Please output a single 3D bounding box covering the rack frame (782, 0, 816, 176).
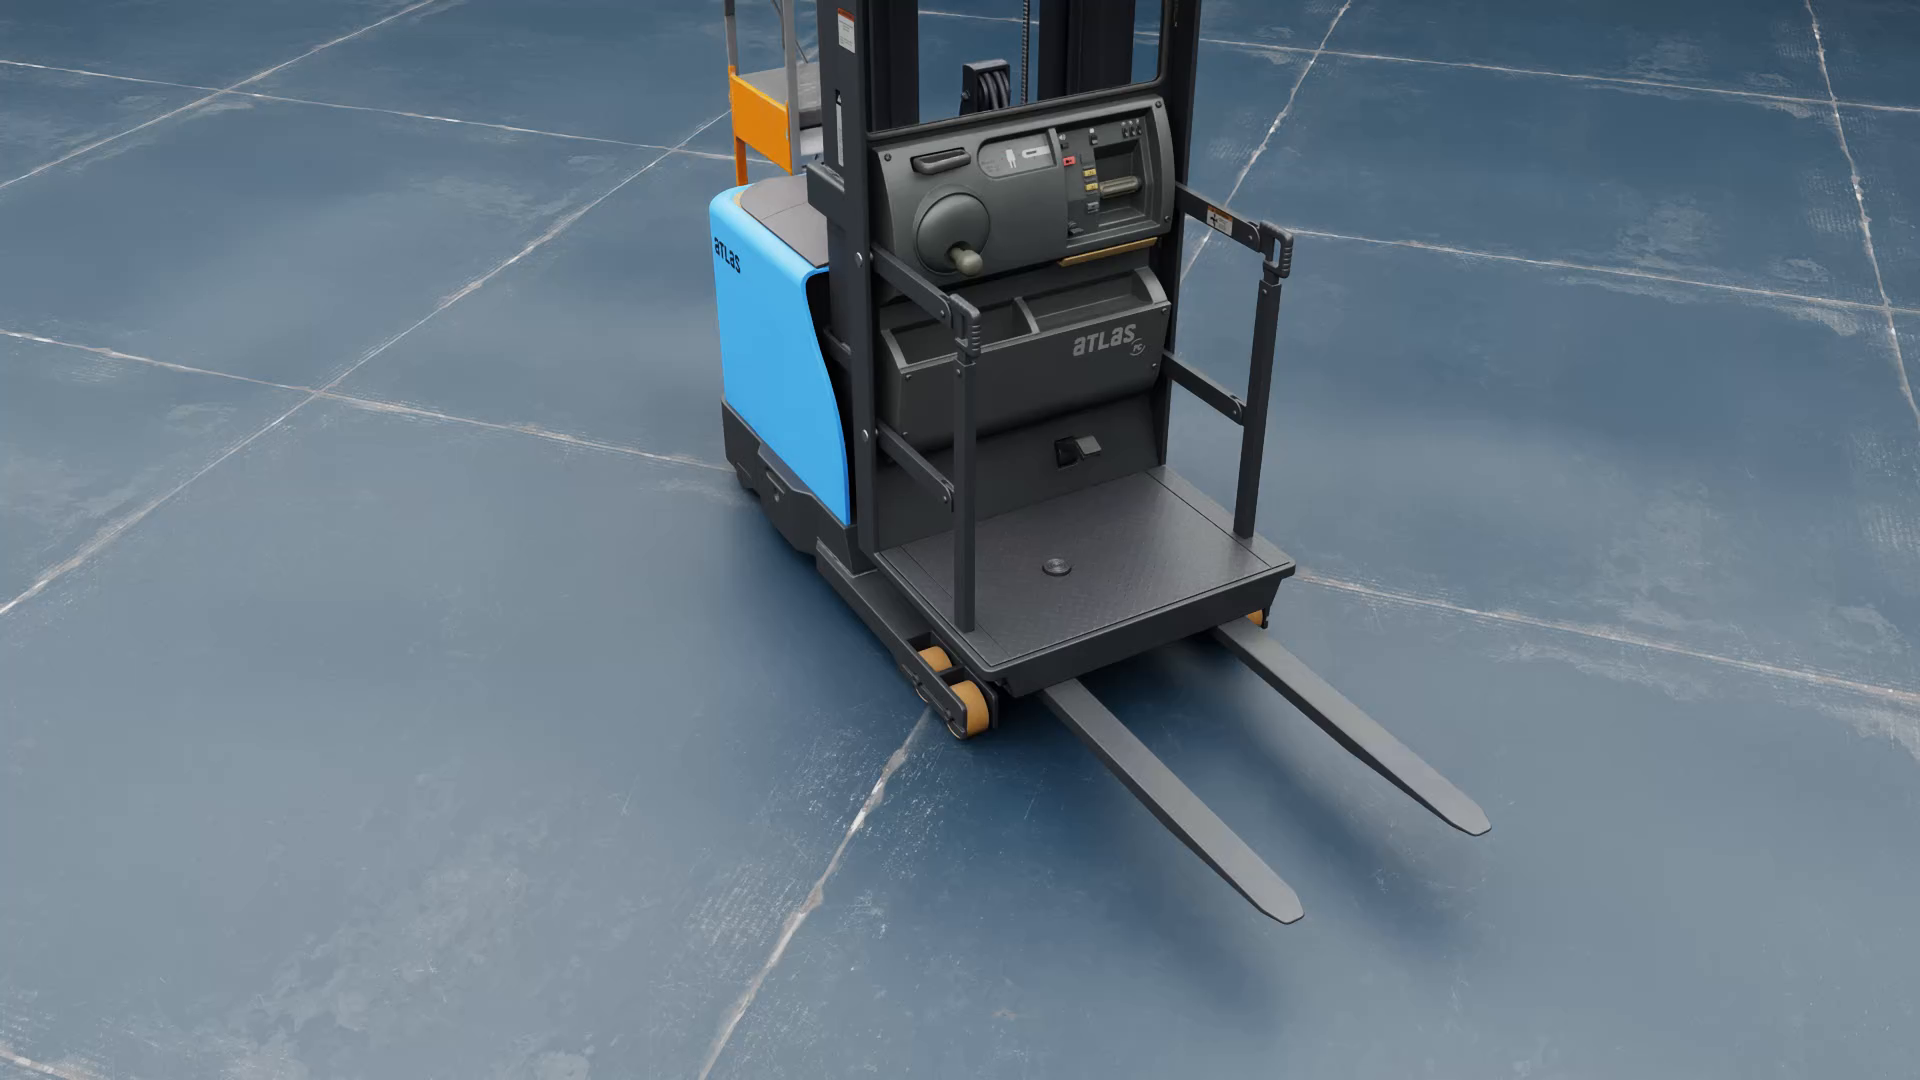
[{"bbox_3d":[-0.414,-1.341,5.891,0.400,2.100,0.015,-18,37,-26],"label":"rack frame"}]

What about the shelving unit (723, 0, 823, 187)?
[{"bbox_3d":[-0.539,-1.455,6.067,0.431,2.100,0.503,-18,37,-26],"label":"shelving unit"}]

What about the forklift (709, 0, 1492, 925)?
[{"bbox_3d":[0.309,-0.938,4.501,1.130,2.935,3.031,-17,37,-25],"label":"forklift"}]

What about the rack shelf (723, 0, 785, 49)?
[{"bbox_3d":[-0.539,-2.031,5.695,0.431,0.518,0.480,-18,37,-26],"label":"rack shelf"}]

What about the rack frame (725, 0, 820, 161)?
[{"bbox_3d":[-0.665,-1.568,6.243,0.400,2.100,0.015,-18,37,-26],"label":"rack frame"}]

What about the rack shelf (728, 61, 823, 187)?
[{"bbox_3d":[-0.539,-1.443,6.075,0.431,0.518,0.480,-18,37,-26],"label":"rack shelf"}]
